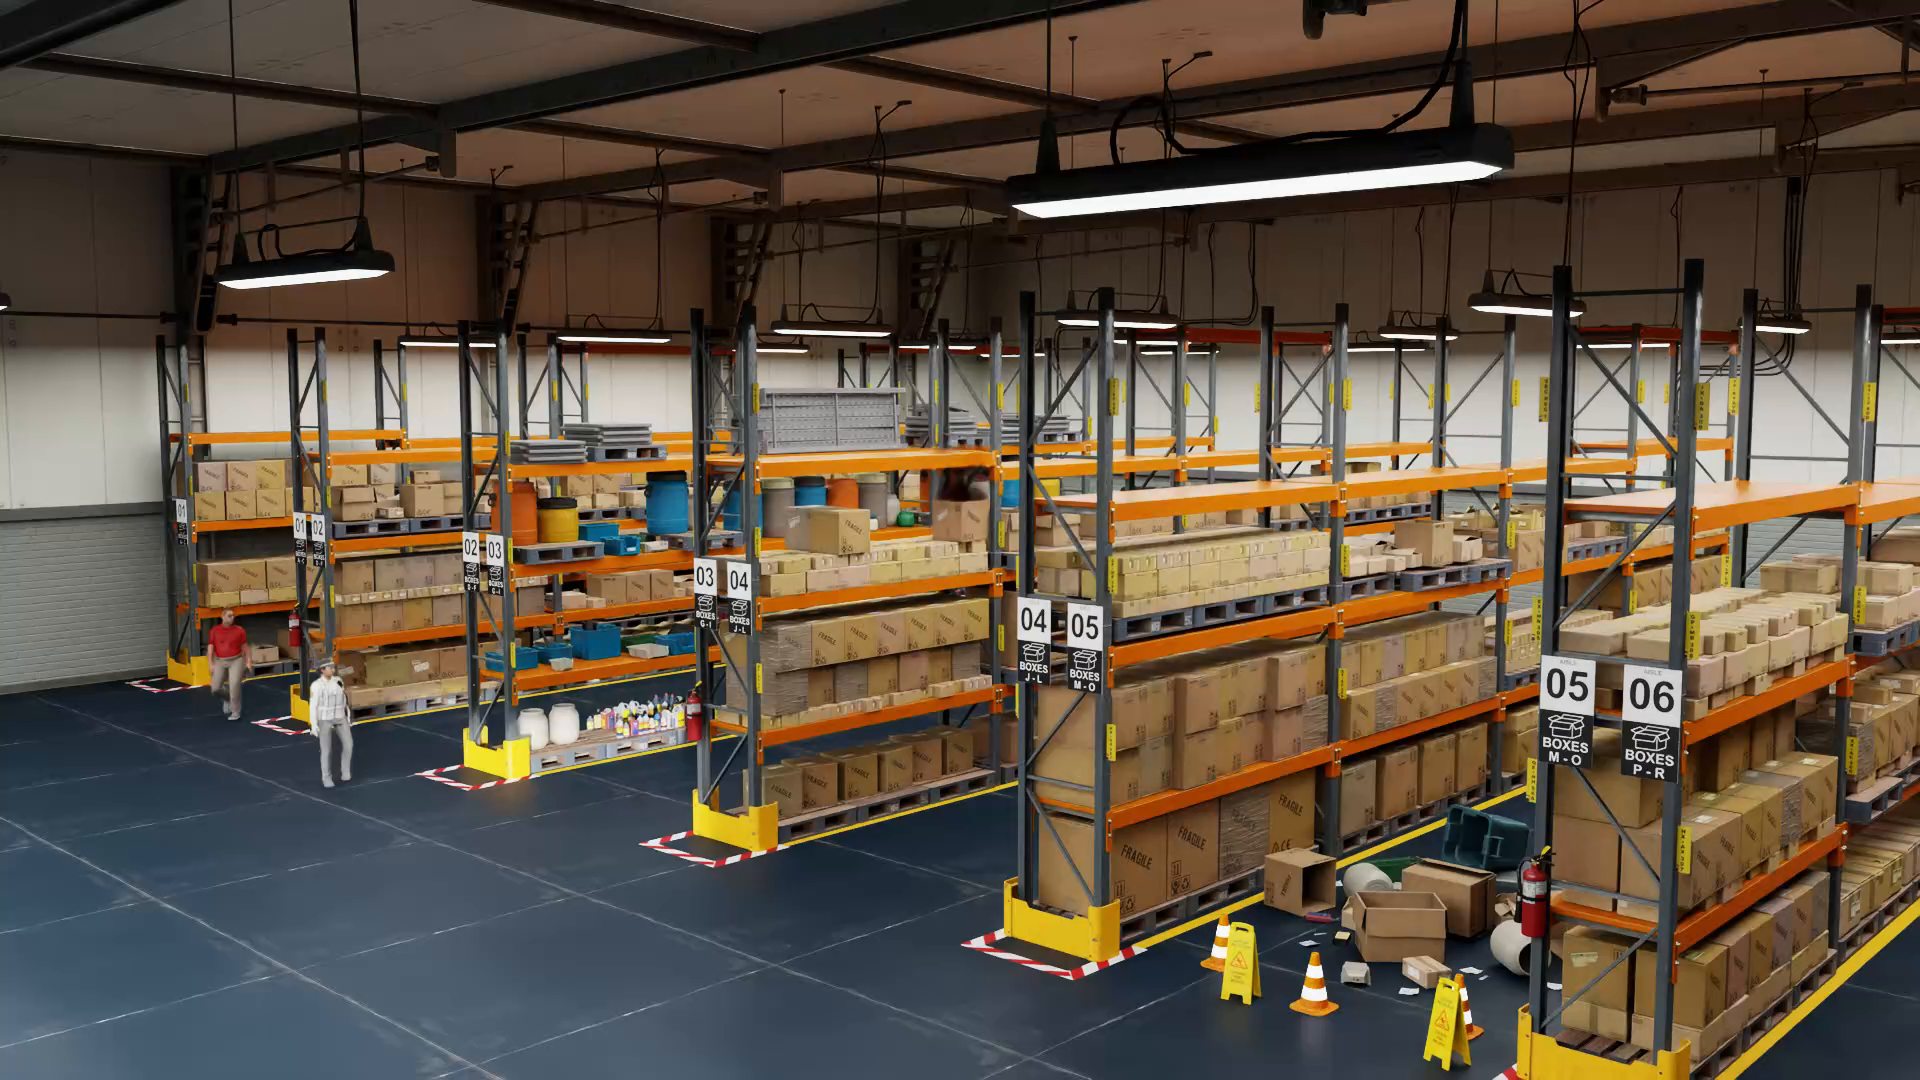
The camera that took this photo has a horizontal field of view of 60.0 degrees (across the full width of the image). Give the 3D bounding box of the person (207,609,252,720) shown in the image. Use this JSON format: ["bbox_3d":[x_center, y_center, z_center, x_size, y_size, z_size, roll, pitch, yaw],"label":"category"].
[{"bbox_3d":[-11.235,1.902,25.672,0.651,1.698,0.570,0,5,-5],"label":"person"}]

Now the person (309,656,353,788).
[{"bbox_3d":[-8.131,2.323,21.445,0.545,1.687,0.443,-4,7,-37],"label":"person"}]
